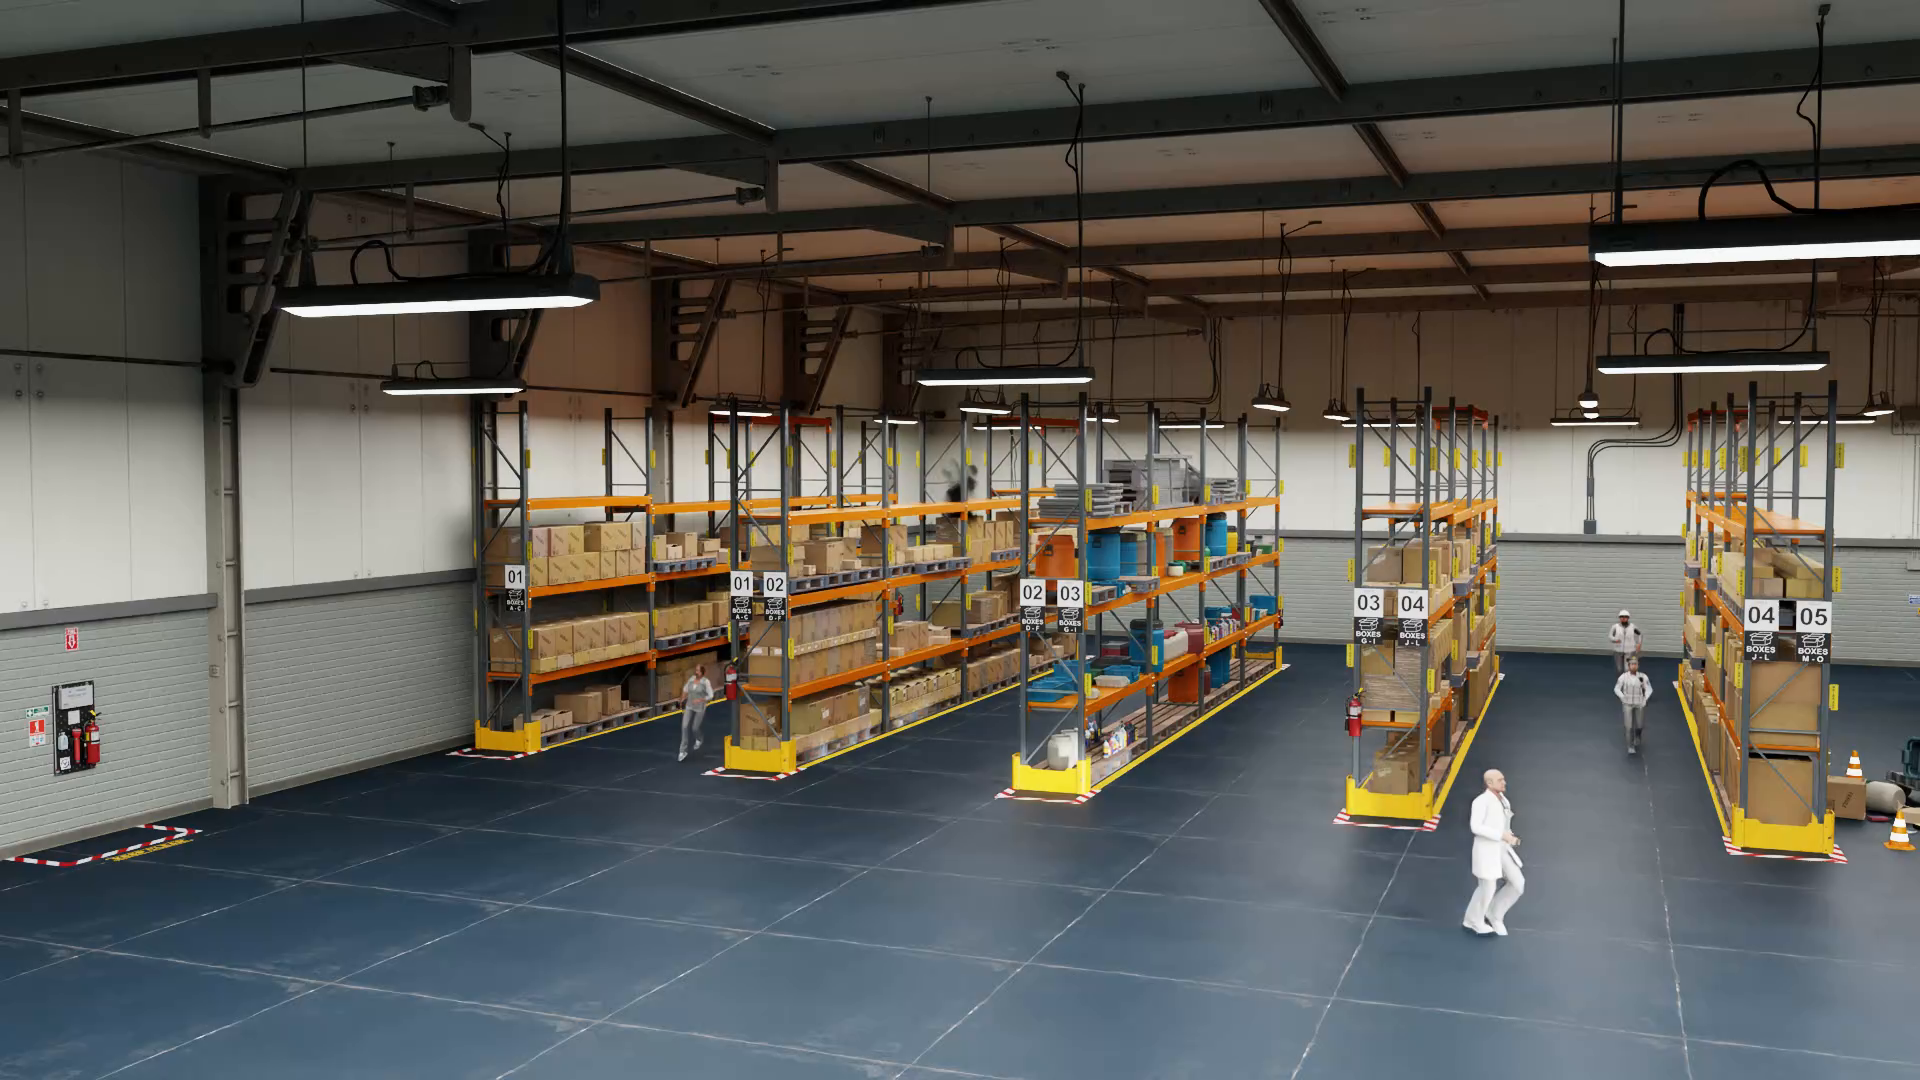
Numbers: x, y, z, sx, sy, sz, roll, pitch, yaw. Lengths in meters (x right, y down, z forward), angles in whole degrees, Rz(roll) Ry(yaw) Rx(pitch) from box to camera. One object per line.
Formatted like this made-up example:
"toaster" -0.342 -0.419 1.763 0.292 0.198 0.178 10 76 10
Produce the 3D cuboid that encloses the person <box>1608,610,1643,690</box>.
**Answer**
"person" 14.159 2.413 35.430 0.671 1.859 0.764 1 3 26

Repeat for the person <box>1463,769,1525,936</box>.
"person" 5.585 3.282 17.374 0.702 1.782 0.739 -2 3 -37

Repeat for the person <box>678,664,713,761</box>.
"person" -4.412 2.865 27.952 0.582 1.593 0.817 1 3 12

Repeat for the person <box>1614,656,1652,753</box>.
"person" 11.465 2.797 28.322 0.612 1.648 0.571 1 3 20
